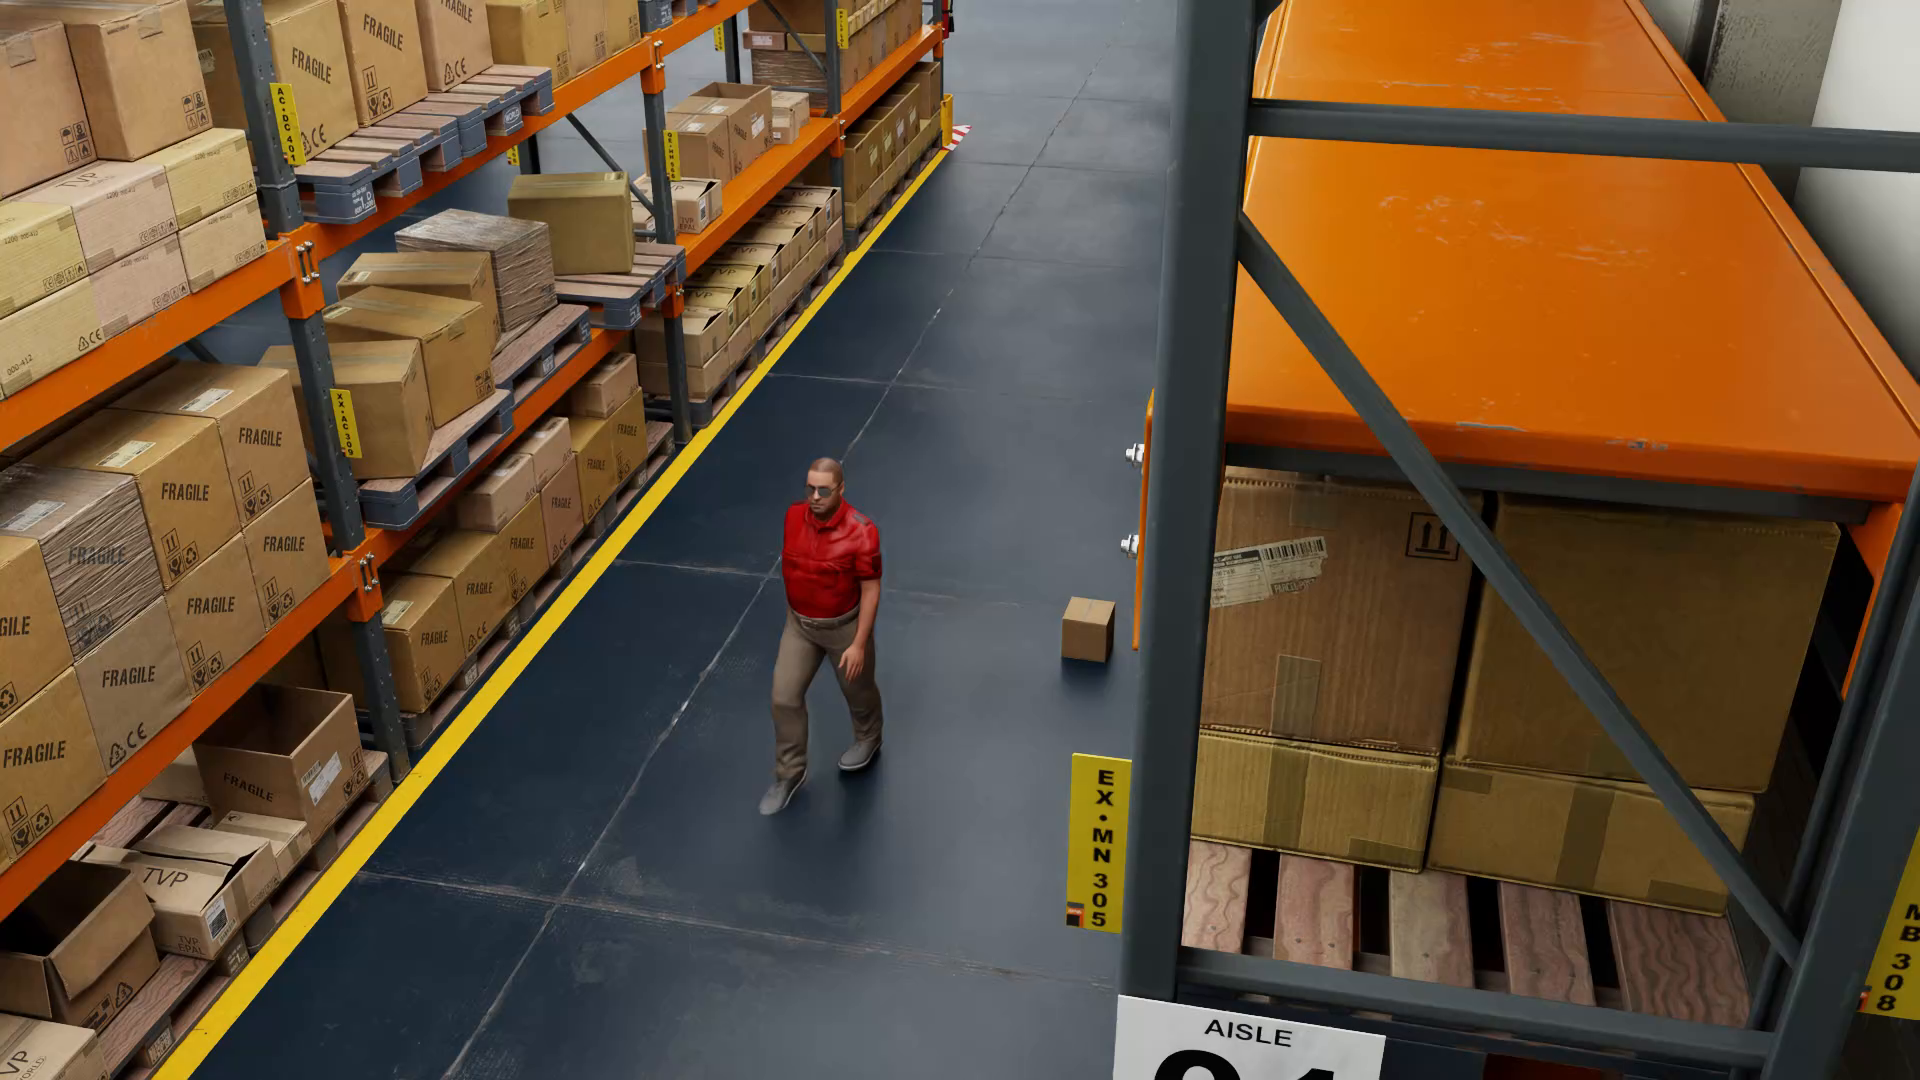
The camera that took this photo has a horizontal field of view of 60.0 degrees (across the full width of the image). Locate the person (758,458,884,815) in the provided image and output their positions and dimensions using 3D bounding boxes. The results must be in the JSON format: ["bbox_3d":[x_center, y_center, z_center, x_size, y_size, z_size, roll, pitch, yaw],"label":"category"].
[{"bbox_3d":[-0.644,0.456,7.841,0.586,1.781,0.740,12,31,20],"label":"person"}]
